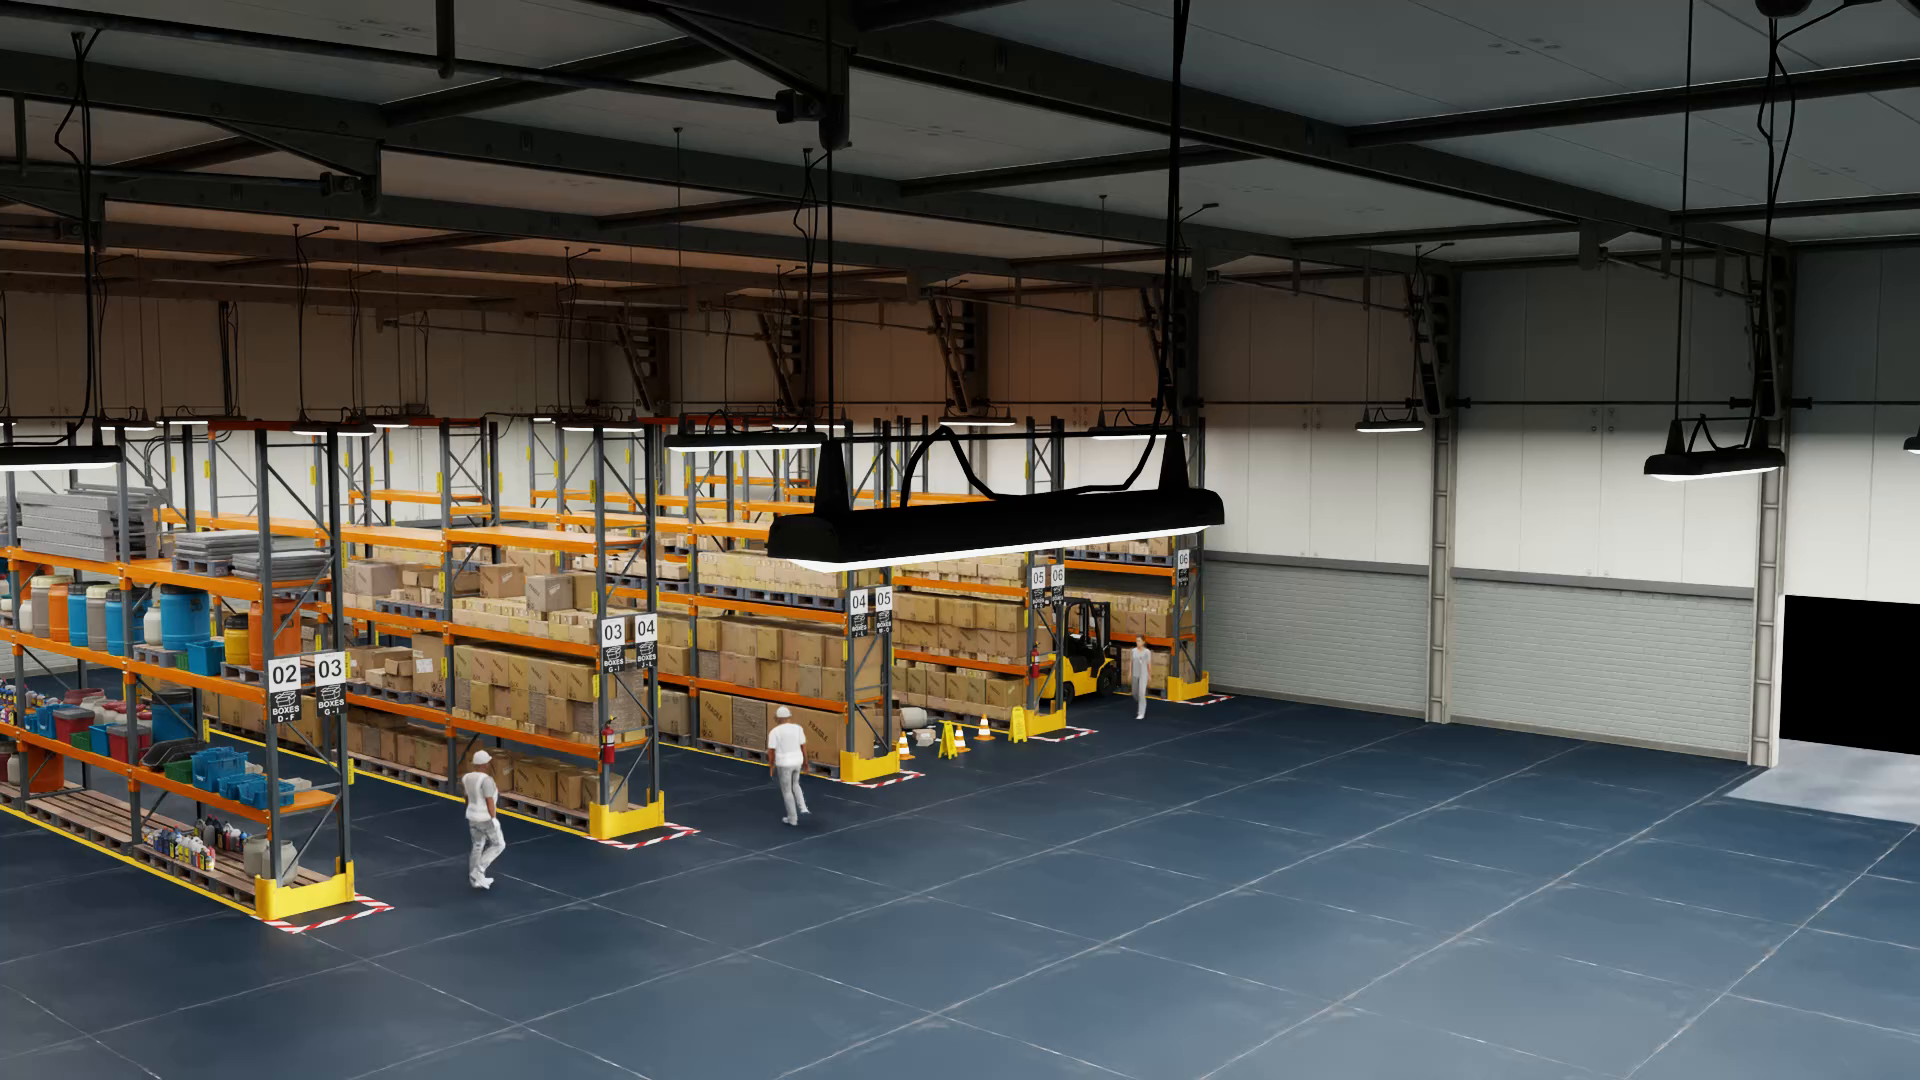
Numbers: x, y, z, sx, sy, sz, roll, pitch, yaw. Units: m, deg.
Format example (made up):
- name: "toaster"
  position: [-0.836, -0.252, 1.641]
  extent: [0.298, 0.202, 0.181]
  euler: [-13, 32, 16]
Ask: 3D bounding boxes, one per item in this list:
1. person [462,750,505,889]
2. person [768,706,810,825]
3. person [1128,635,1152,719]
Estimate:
- name: "person"
  position: [-6.226, 3.626, 21.608]
  extent: [0.593, 1.782, 0.456]
  euler: [4, 6, 43]
- name: "person"
  position: [-2.572, 3.375, 24.936]
  extent: [0.600, 1.753, 0.515]
  euler: [-4, 6, -37]
- name: "person"
  position: [3.645, 2.724, 33.415]
  extent: [0.438, 1.660, 0.768]
  euler: [3, 6, 34]
